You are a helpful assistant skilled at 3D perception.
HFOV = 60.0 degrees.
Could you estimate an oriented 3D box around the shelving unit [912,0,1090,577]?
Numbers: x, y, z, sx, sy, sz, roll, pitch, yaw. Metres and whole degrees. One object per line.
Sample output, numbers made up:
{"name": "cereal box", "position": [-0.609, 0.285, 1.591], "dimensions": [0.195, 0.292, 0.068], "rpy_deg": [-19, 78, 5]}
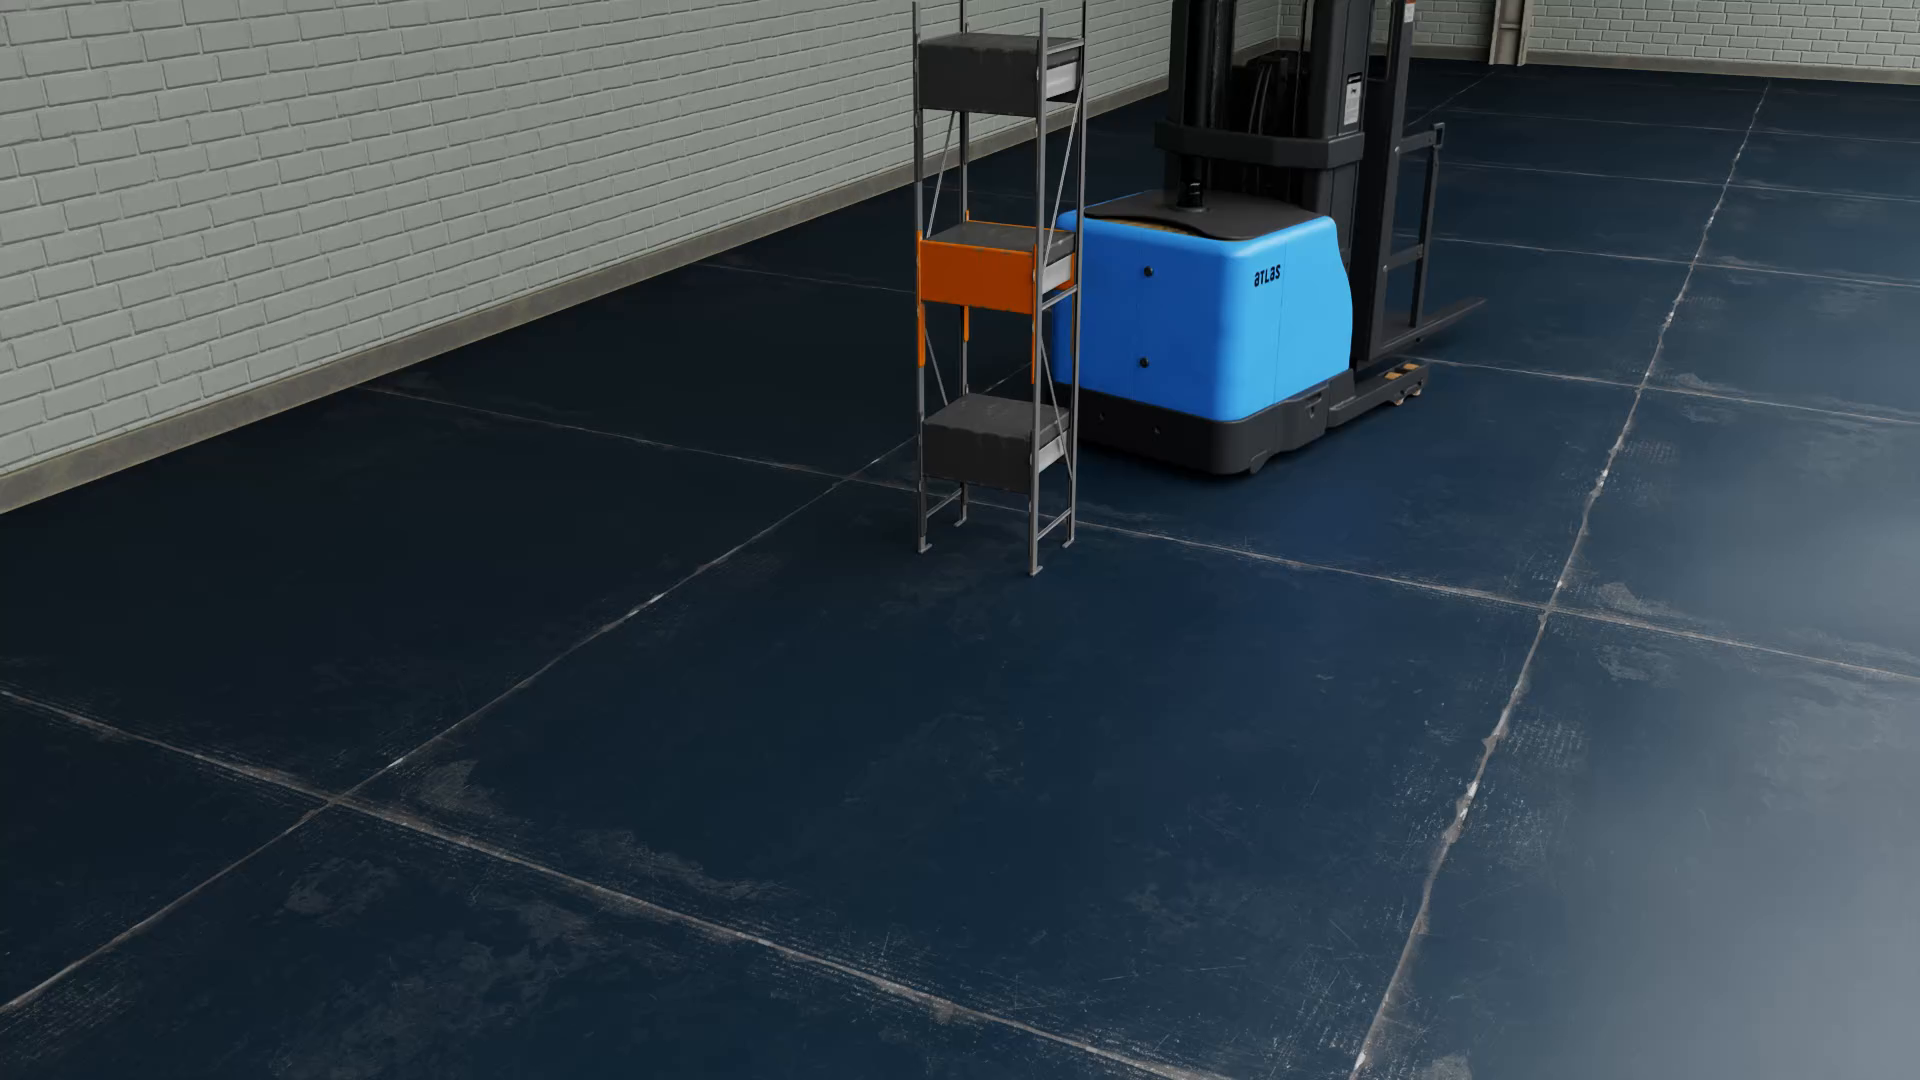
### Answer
{"name": "shelving unit", "position": [0.148, -0.937, 6.270], "dimensions": [0.503, 2.100, 0.431], "rpy_deg": [11, 25, 25]}

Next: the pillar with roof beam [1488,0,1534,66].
{"name": "pillar with roof beam", "position": [4.861, -8.563, 15.388], "dimensions": [0.400, 9.000, 9.100], "rpy_deg": [11, 25, 25]}

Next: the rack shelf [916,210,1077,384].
{"name": "rack shelf", "position": [0.148, -0.924, 6.276], "dimensions": [0.480, 0.518, 0.431], "rpy_deg": [11, 25, 25]}

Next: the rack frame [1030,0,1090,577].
{"name": "rack frame", "position": [0.365, -0.894, 6.169], "dimensions": [0.015, 2.100, 0.400], "rpy_deg": [11, 25, 25]}

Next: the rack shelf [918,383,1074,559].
{"name": "rack shelf", "position": [0.148, -0.280, 6.550], "dimensions": [0.480, 0.518, 0.431], "rpy_deg": [11, 25, 25]}

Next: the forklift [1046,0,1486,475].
{"name": "forklift", "position": [1.737, -2.135, 8.025], "dimensions": [1.130, 2.935, 3.031], "rpy_deg": [18, 29, 36]}

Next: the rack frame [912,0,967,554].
{"name": "rack frame", "position": [-0.070, -0.980, 6.372], "dimensions": [0.015, 2.100, 0.400], "rpy_deg": [11, 25, 25]}

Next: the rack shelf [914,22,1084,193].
{"name": "rack shelf", "position": [0.148, -1.569, 6.002], "dimensions": [0.480, 0.518, 0.431], "rpy_deg": [11, 25, 25]}
